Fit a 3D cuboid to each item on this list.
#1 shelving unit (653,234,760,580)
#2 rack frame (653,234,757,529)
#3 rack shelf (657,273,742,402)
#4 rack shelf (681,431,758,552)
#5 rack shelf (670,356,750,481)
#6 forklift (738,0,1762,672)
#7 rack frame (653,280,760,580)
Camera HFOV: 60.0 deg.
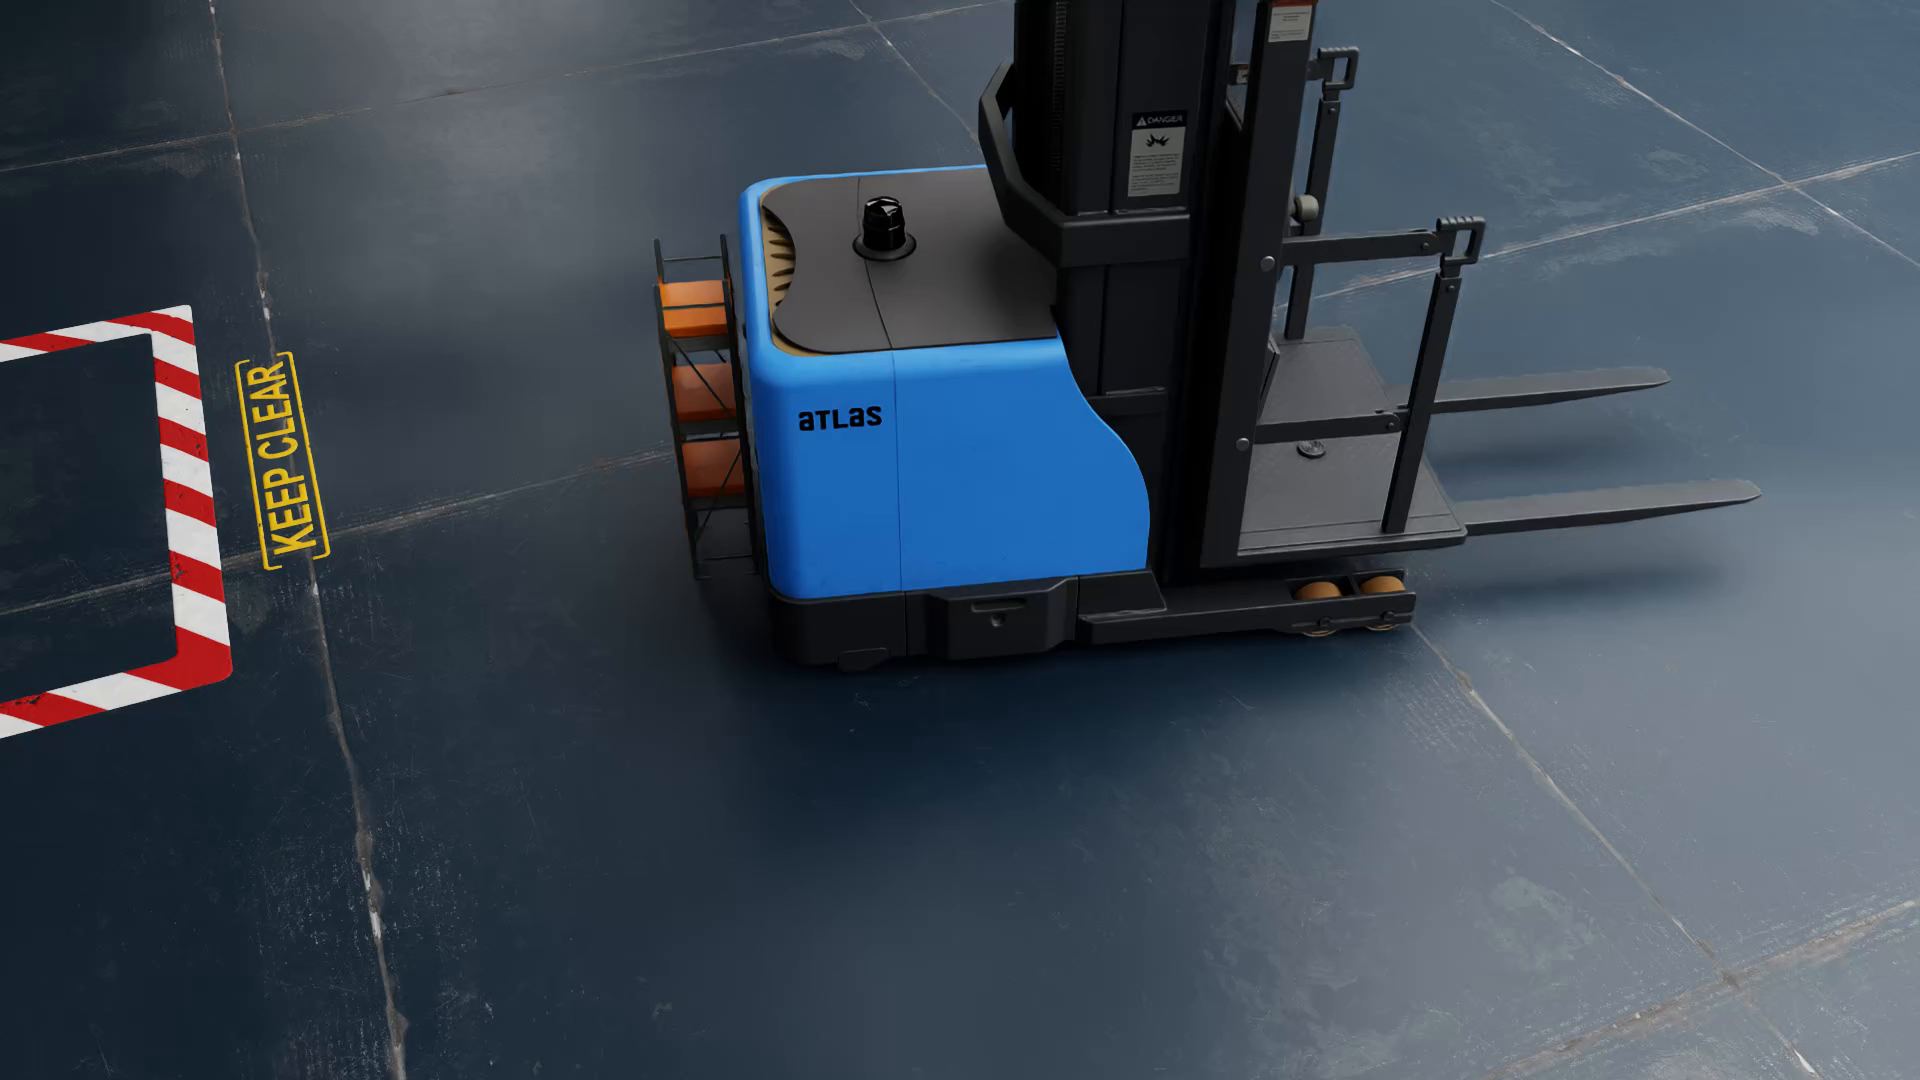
[{"bbox_3d":[-0.734,-0.366,4.869,0.215,1.050,0.252,-5,41,-6],"label":"shelving unit"},{"bbox_3d":[-0.750,-0.444,4.961,0.200,1.050,0.008,-5,41,-6],"label":"rack frame"},{"bbox_3d":[-0.734,-0.573,4.691,0.215,0.259,0.240,-5,41,-6],"label":"rack shelf"},{"bbox_3d":[-0.733,-0.147,5.058,0.215,0.259,0.240,-5,41,-6],"label":"rack shelf"},{"bbox_3d":[-0.734,-0.358,4.876,0.215,0.259,0.240,-5,41,-6],"label":"rack shelf"},{"bbox_3d":[0.903,-1.164,4.355,3.031,2.935,1.130,-5,41,-6],"label":"forklift"},{"bbox_3d":[-0.717,-0.287,4.778,0.200,1.050,0.008,-5,41,-6],"label":"rack frame"}]
